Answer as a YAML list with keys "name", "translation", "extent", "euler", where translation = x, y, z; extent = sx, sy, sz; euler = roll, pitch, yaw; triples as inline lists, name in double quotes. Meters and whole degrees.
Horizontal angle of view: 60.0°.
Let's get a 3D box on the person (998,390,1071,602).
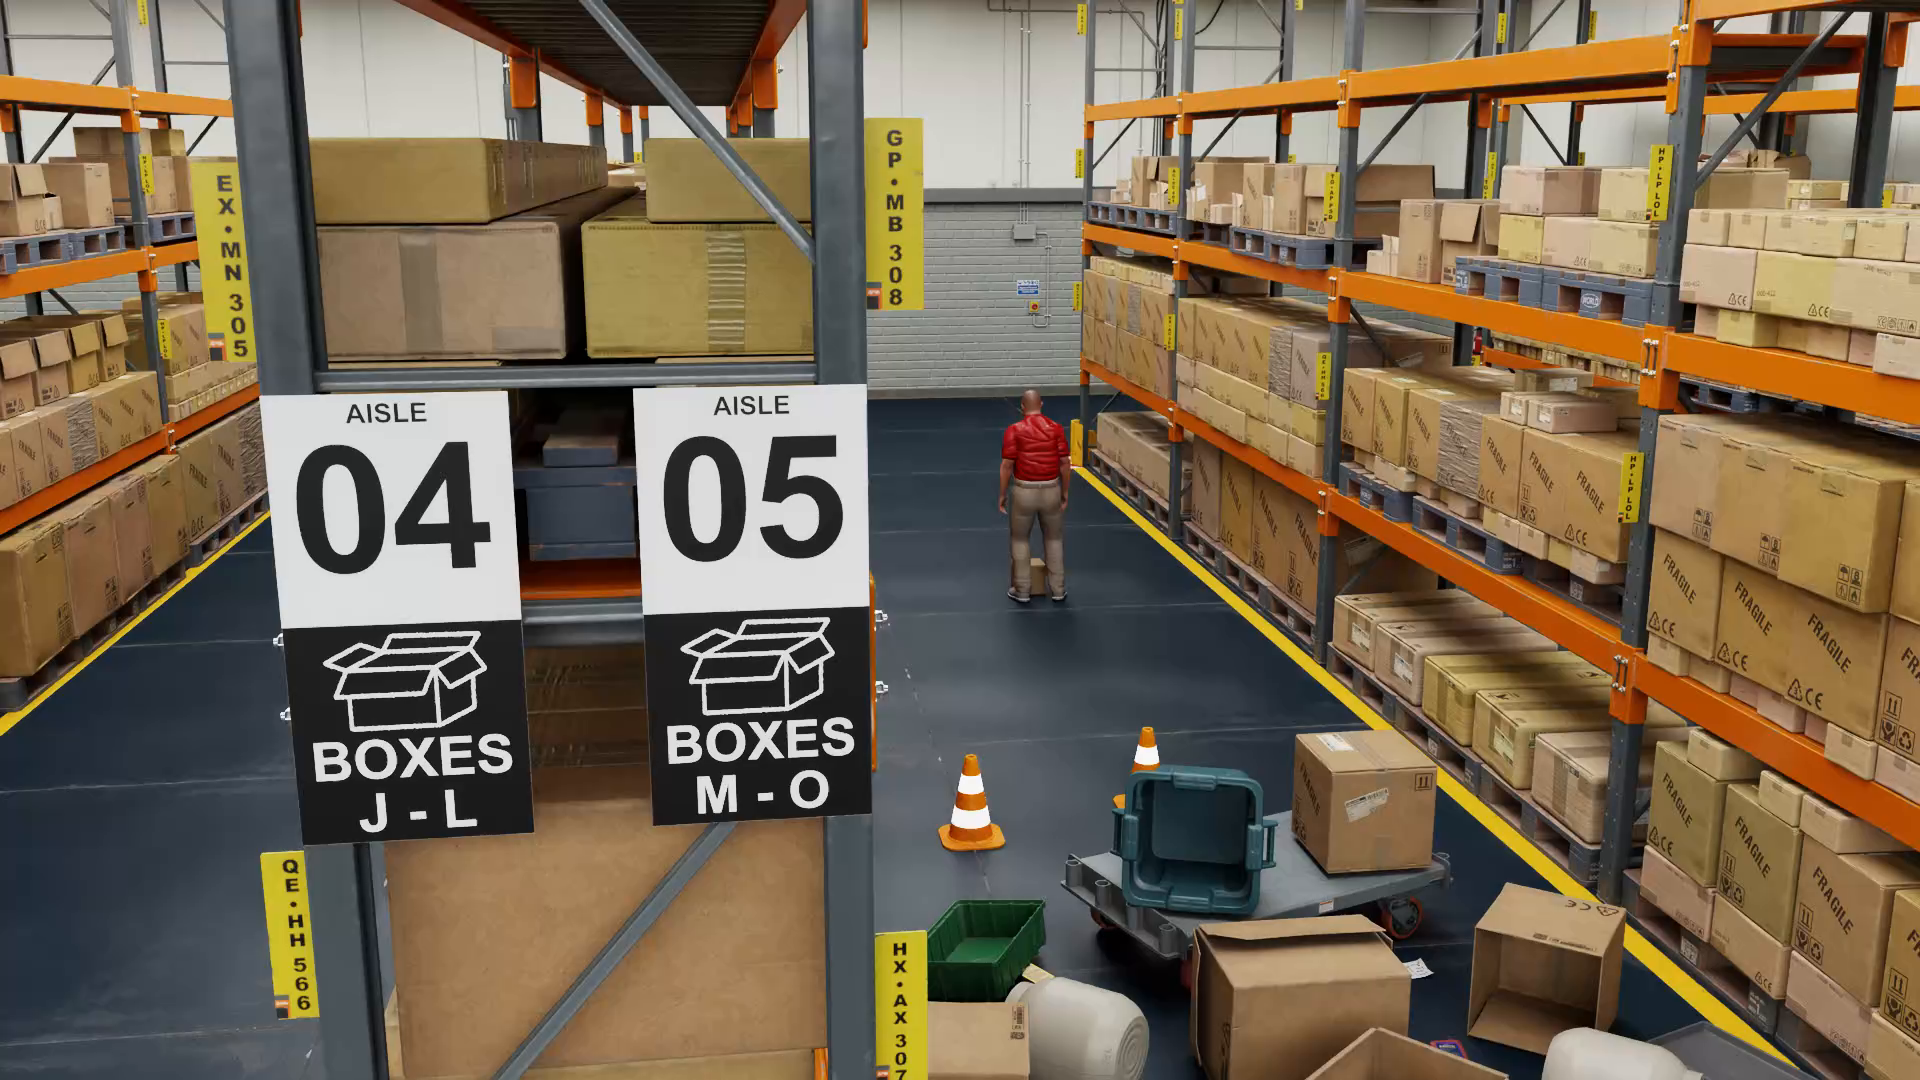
- name: "person"
  translation: [0.611, -0.357, 13.551]
  extent: [0.603, 1.728, 0.384]
  euler: [-2, 13, -11]
